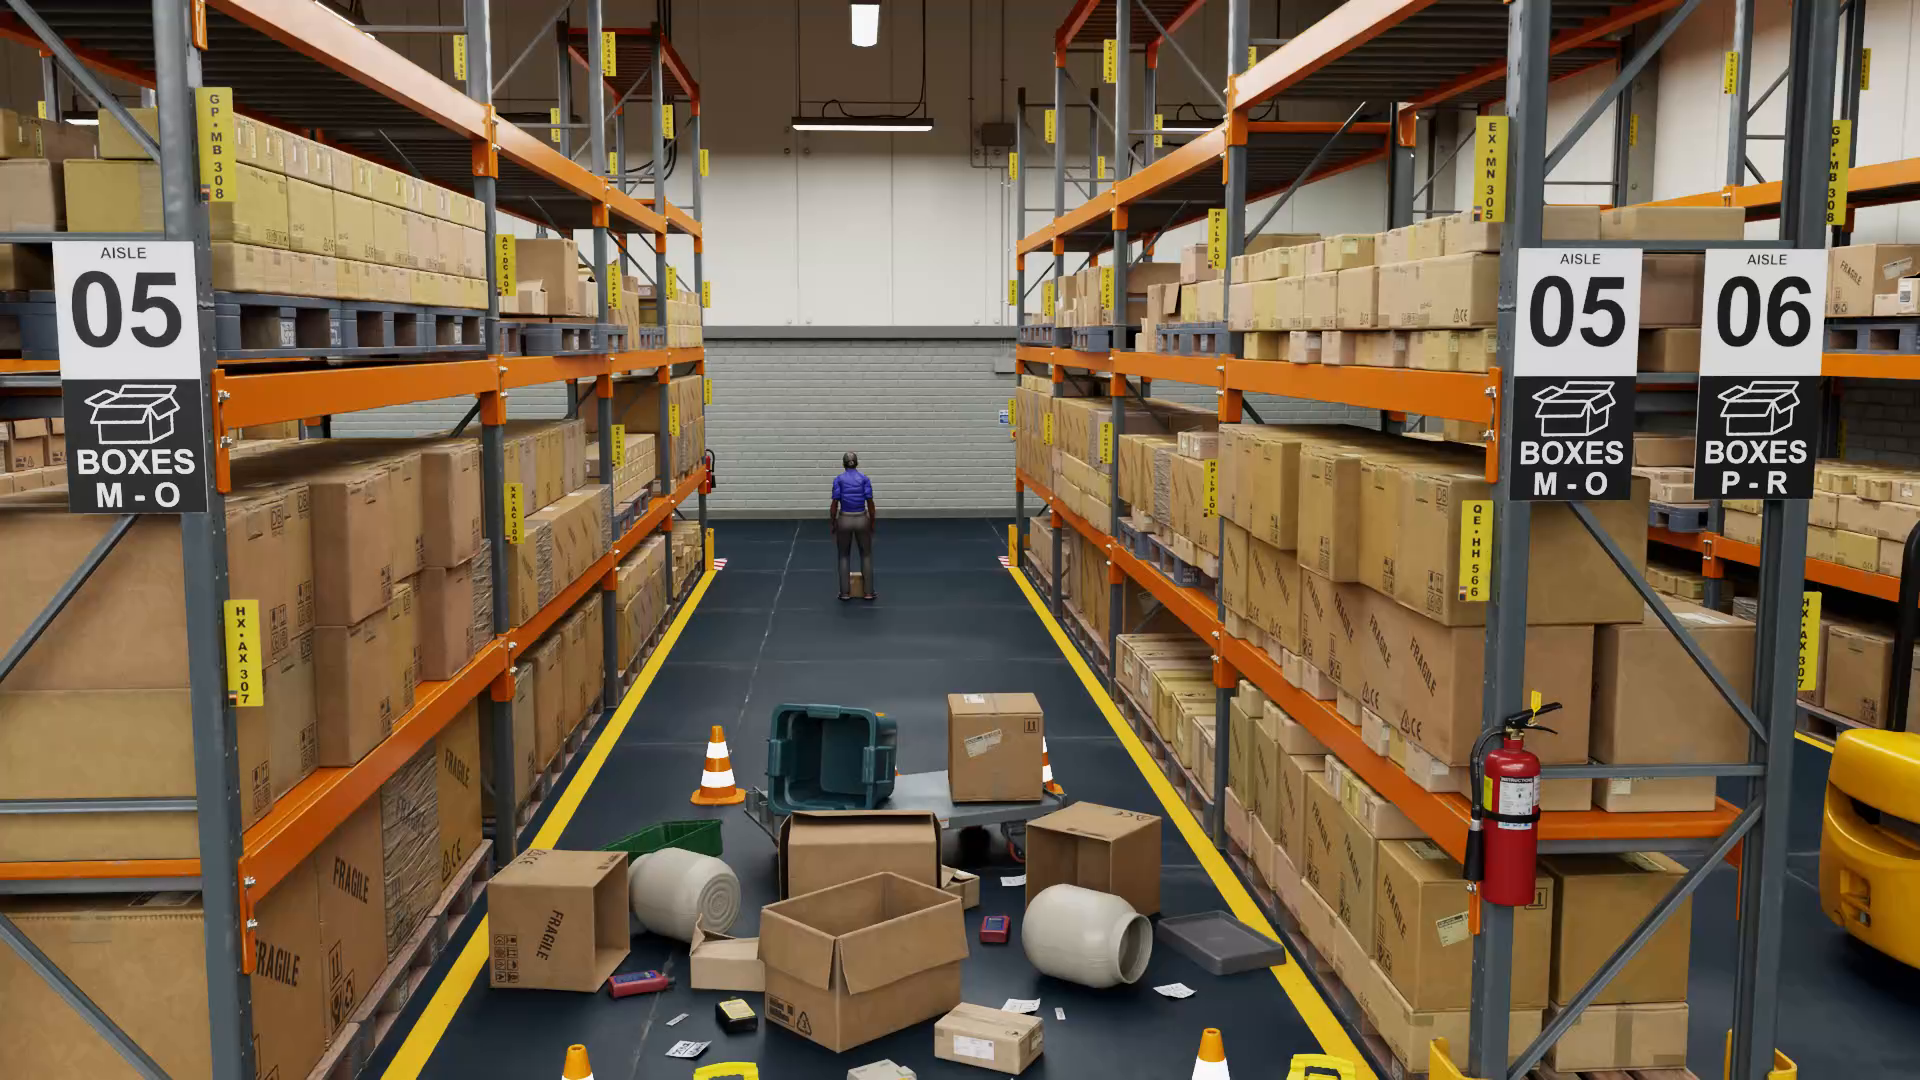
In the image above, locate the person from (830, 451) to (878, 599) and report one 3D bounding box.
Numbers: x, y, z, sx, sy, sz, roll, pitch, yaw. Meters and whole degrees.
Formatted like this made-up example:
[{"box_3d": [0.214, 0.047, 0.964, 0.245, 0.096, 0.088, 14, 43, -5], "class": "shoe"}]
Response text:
[{"box_3d": [-1.186, -0.161, 18.585, 0.530, 1.656, 0.346, -1, 7, -6], "class": "person"}]
